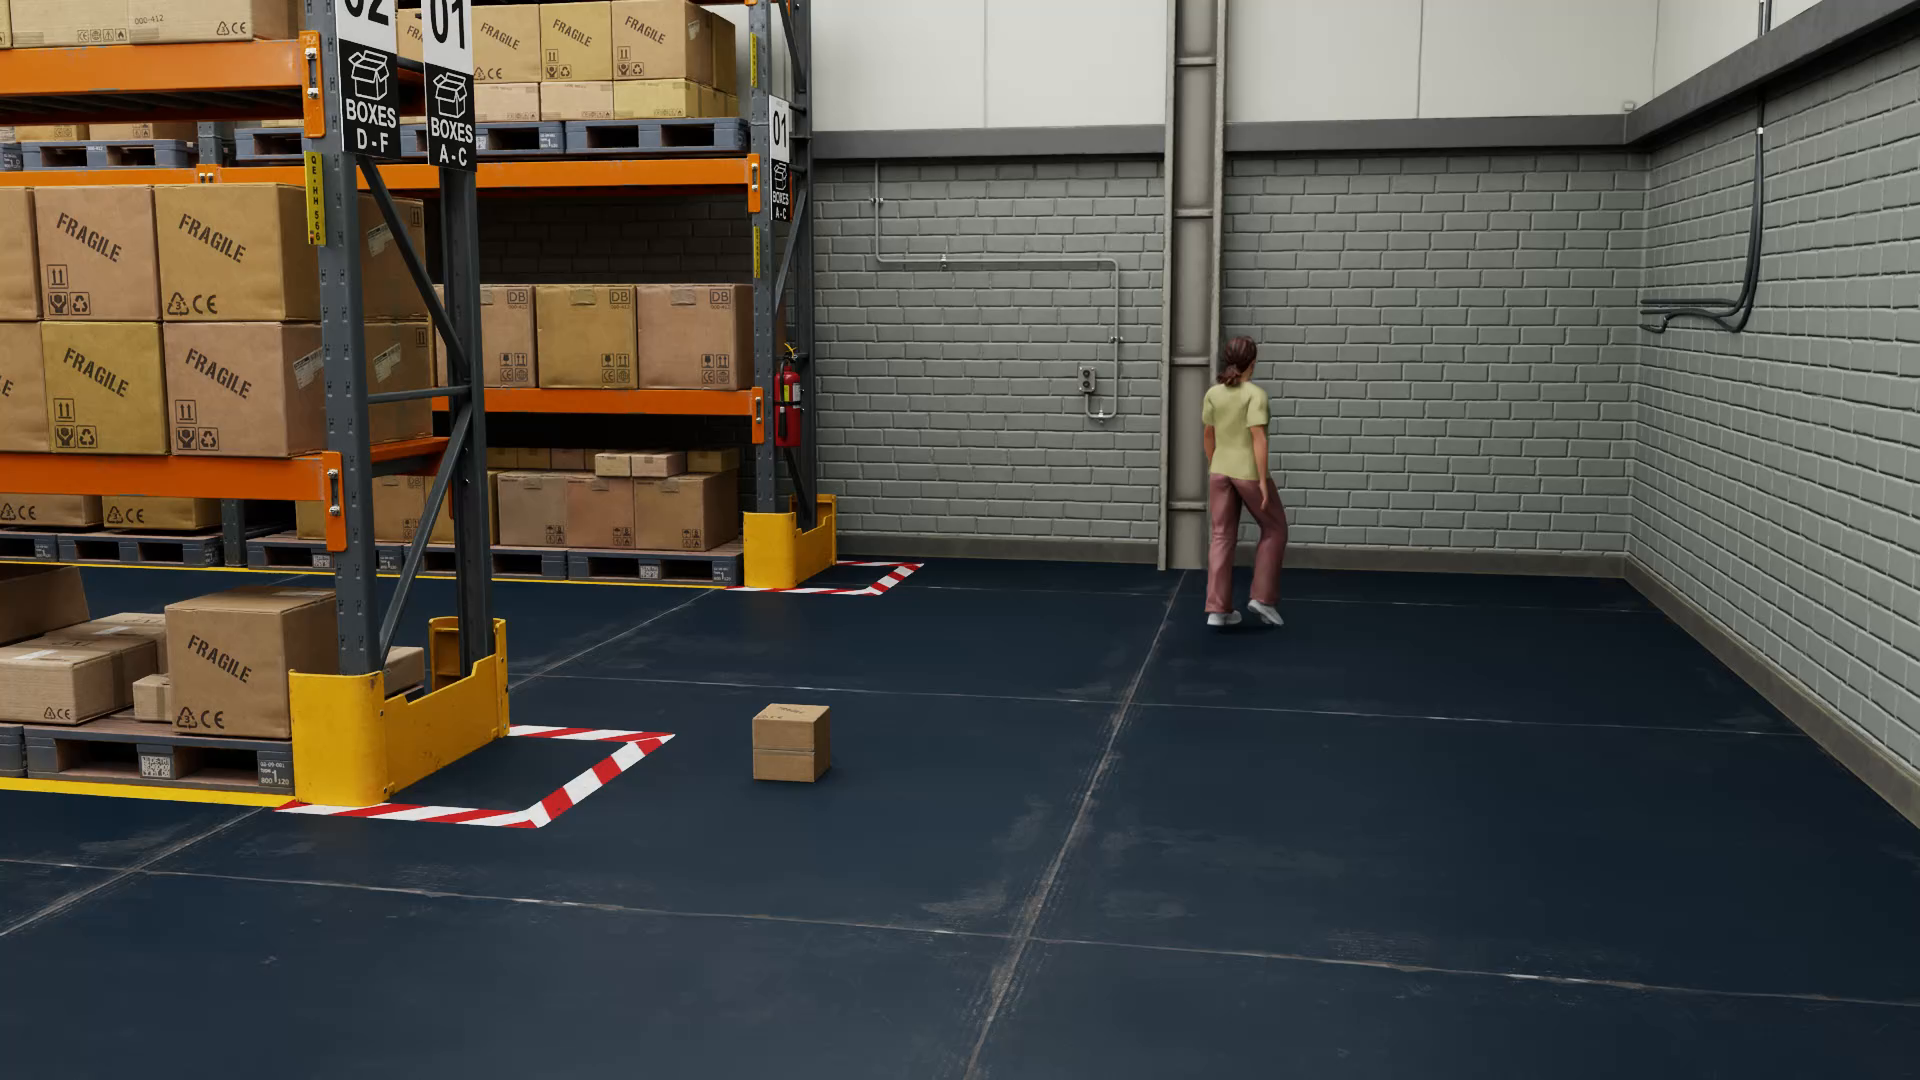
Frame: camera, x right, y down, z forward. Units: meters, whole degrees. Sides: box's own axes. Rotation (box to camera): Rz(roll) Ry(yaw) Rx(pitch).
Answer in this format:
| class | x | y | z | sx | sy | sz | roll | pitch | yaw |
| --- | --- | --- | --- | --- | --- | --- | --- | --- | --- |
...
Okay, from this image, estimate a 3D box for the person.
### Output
| class | x | y | z | sx | sy | sz | roll | pitch | yaw |
| --- | --- | --- | --- | --- | --- | --- | --- | --- | --- |
| person | 1.627 | -0.310 | 9.592 | 0.489 | 1.722 | 0.577 | 6 | 10 | 38 |
